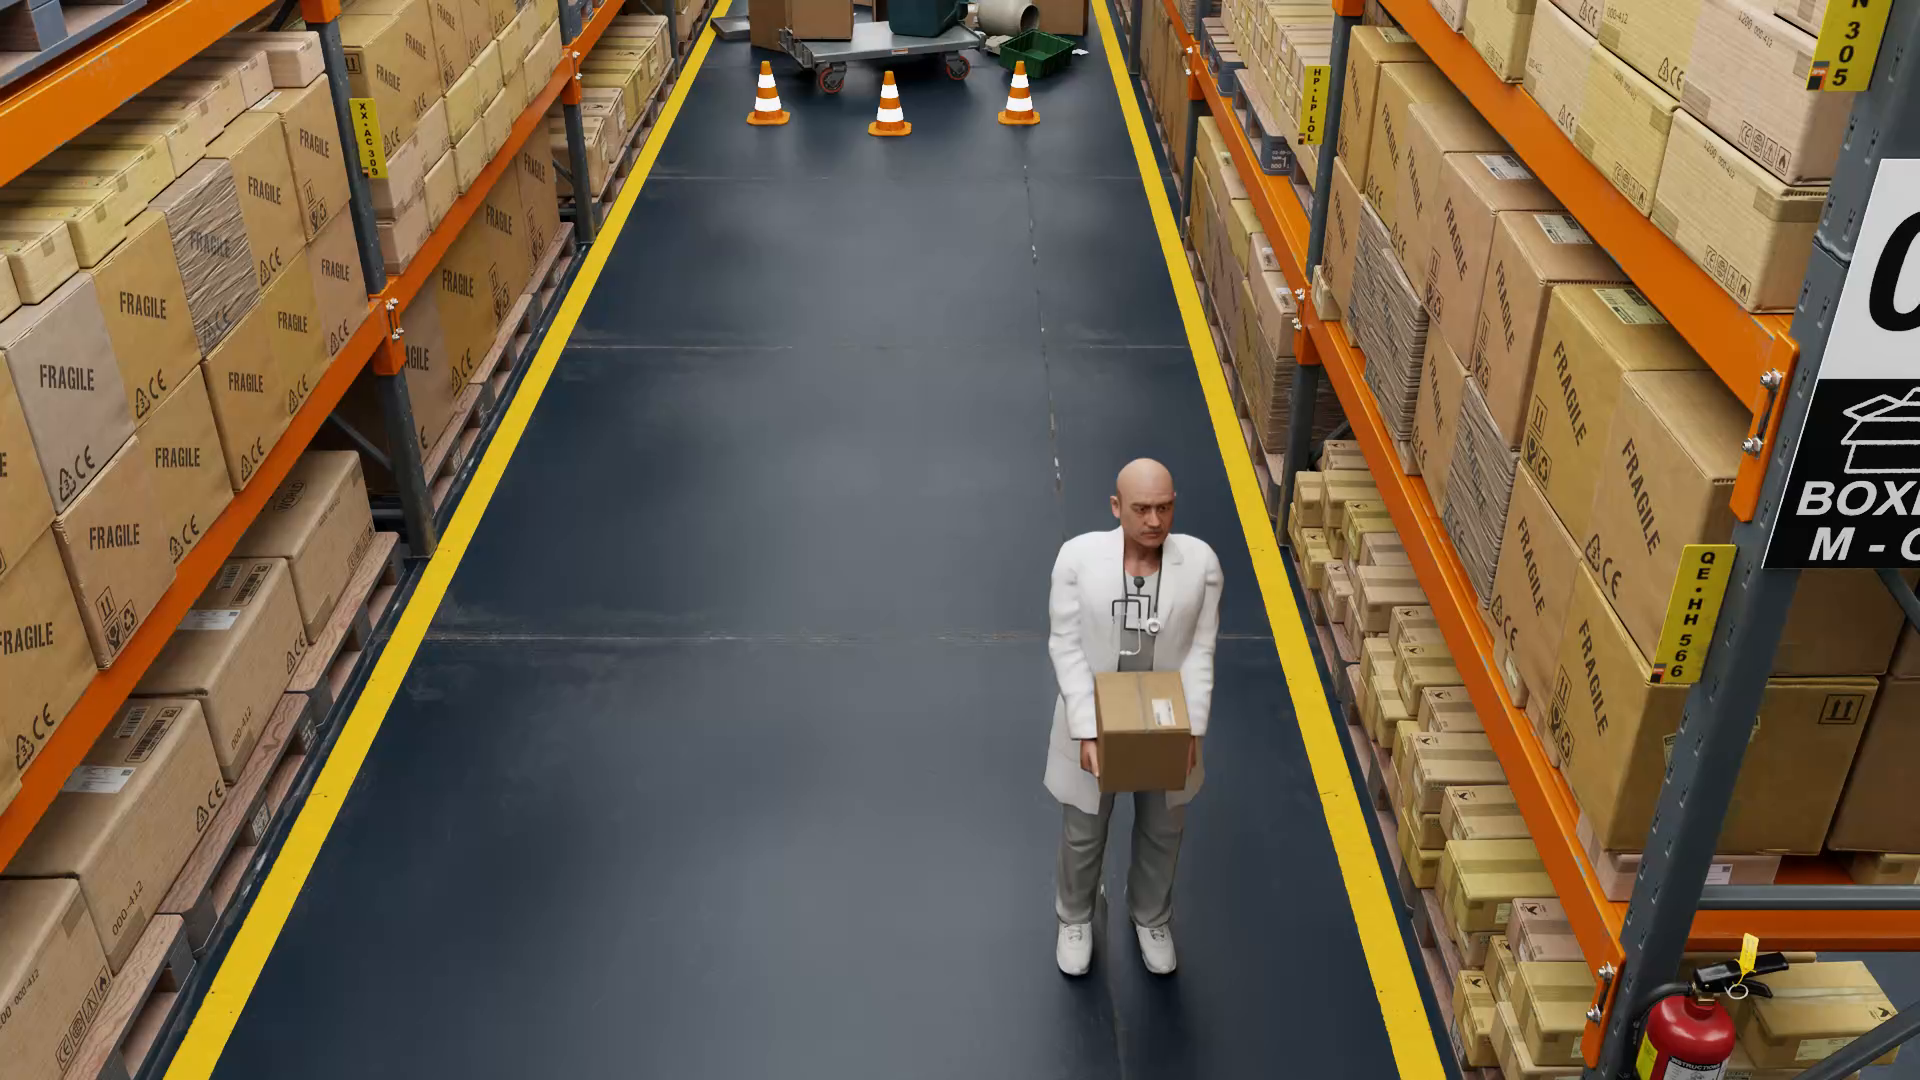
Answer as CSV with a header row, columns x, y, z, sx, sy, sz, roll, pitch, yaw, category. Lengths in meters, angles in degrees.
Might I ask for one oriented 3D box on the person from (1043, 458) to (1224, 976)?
x,y,z,sx,sy,sz,roll,pitch,yaw,category
0.530,0.626,5.116,0.530,1.769,0.562,-1,31,-2,person
